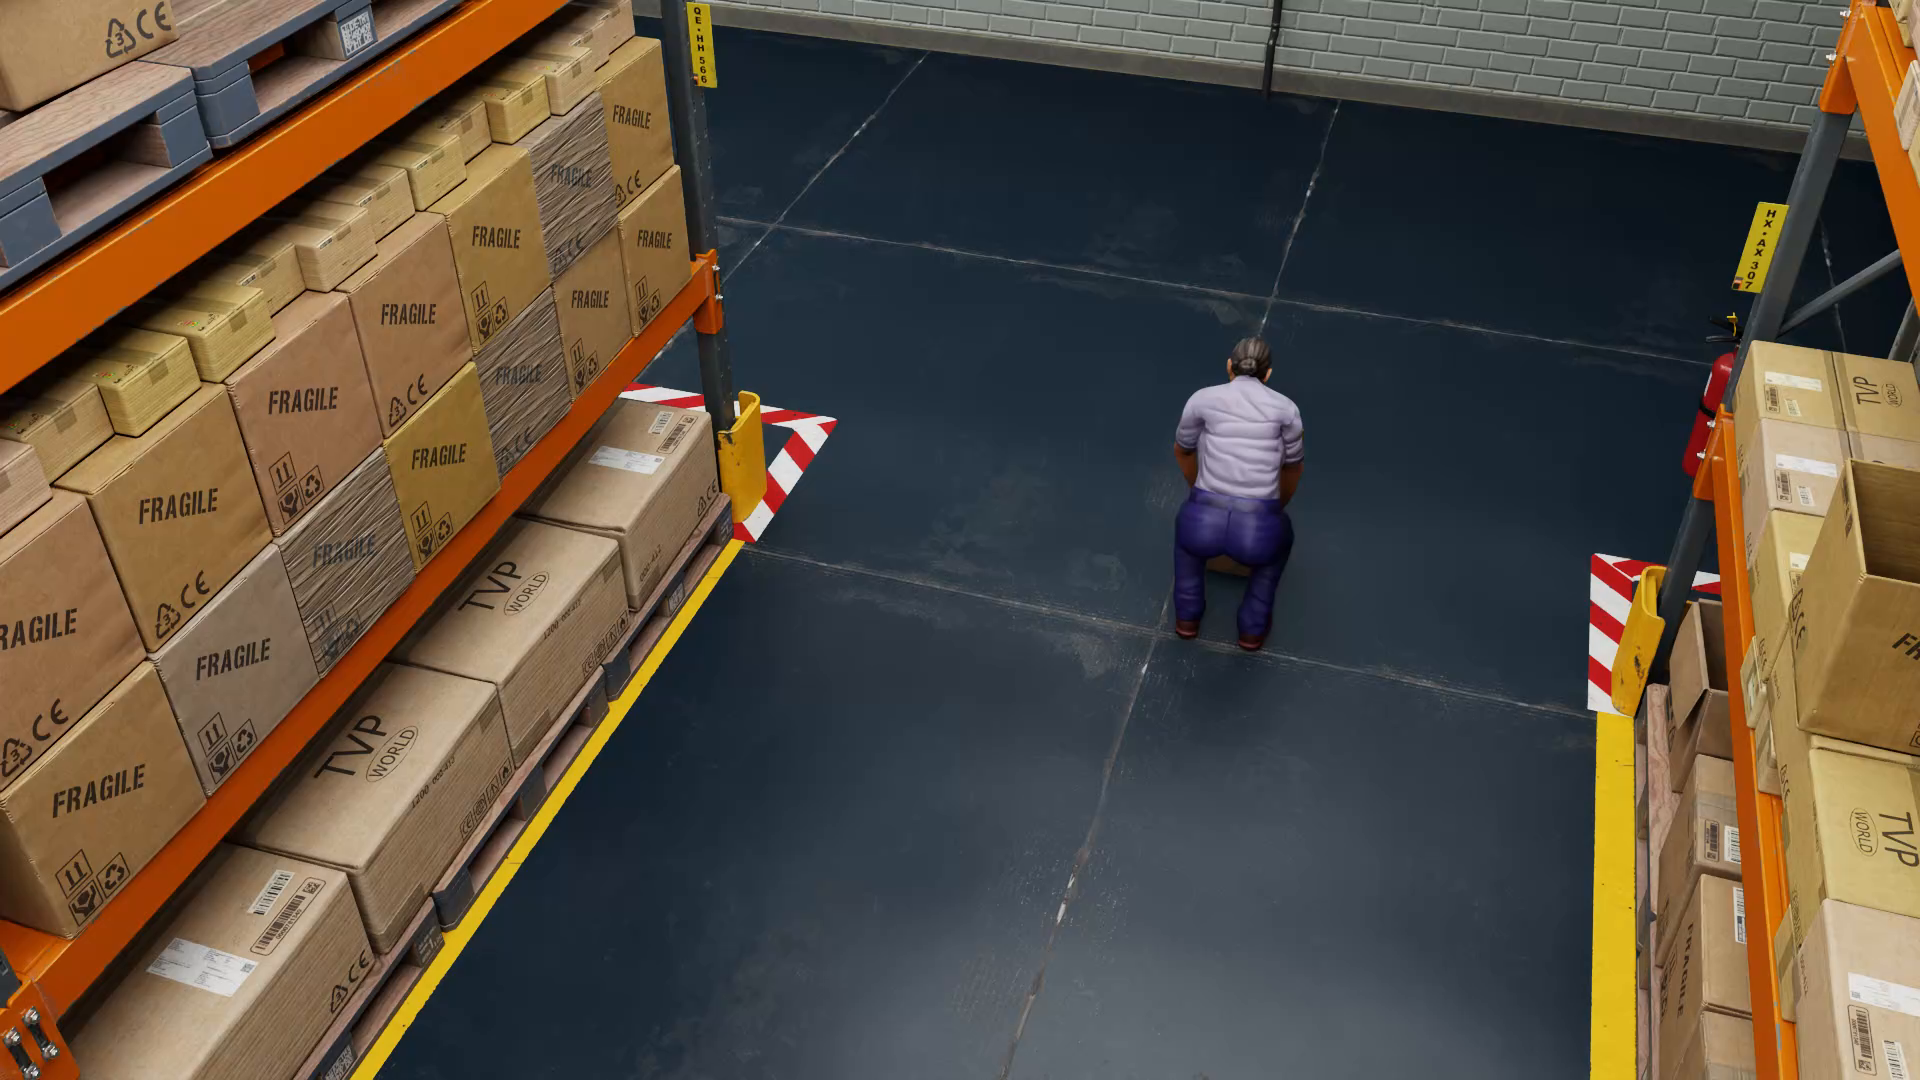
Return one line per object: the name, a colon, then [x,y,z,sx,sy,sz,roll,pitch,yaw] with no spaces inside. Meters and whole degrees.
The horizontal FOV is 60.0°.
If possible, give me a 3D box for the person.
person: [1.095,-0.150,6.748,0.539,1.185,0.742,11,39,14]
